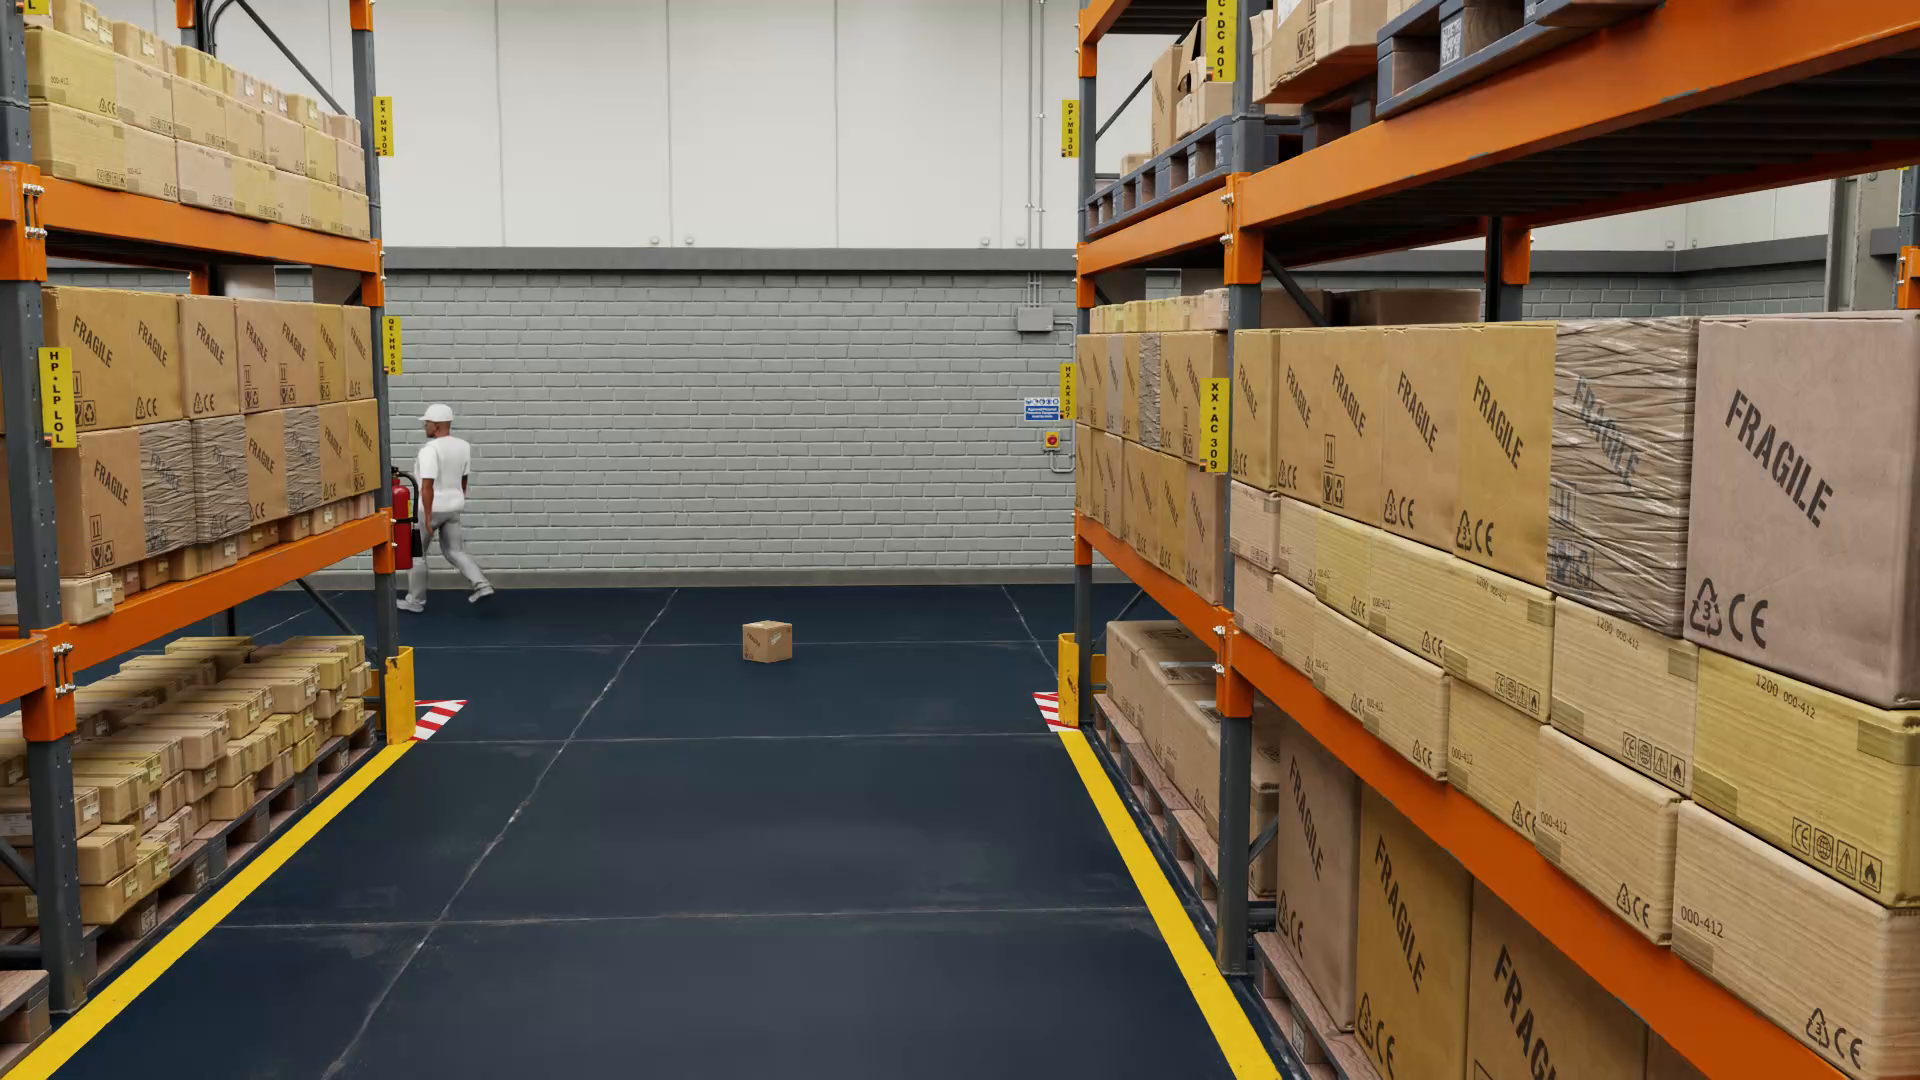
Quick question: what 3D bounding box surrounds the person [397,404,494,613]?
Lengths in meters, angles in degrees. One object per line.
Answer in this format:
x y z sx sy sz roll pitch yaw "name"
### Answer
-4.311 -0.258 13.821 0.926 1.738 0.581 4 8 29 "person"
